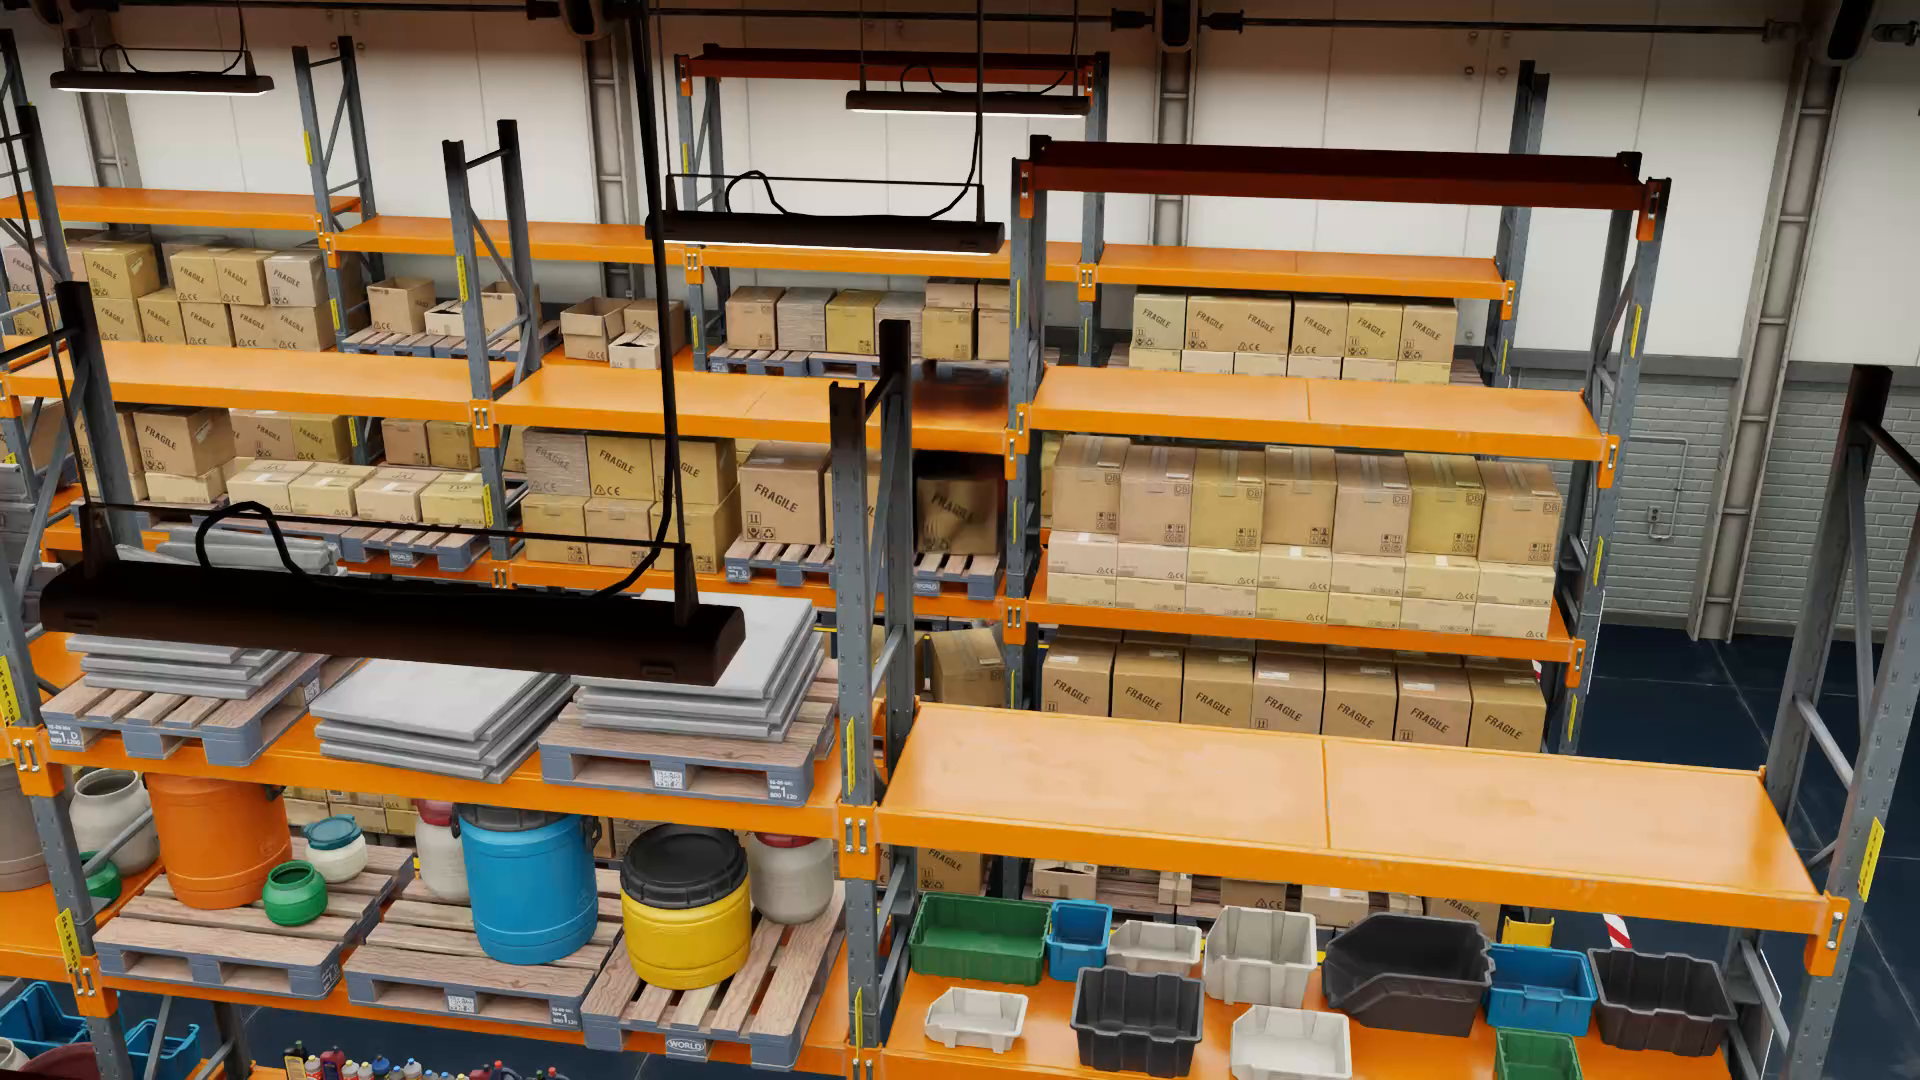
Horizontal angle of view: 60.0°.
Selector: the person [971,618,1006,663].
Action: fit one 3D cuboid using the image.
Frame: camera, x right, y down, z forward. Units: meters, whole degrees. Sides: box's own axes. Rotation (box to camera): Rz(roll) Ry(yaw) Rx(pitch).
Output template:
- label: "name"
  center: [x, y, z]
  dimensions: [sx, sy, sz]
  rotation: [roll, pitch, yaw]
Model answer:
- label: "person"
  center: [0.288, 0.719, 16.076]
  dimensions: [0.780, 1.780, 0.584]
  rotation: [-12, 26, -25]
